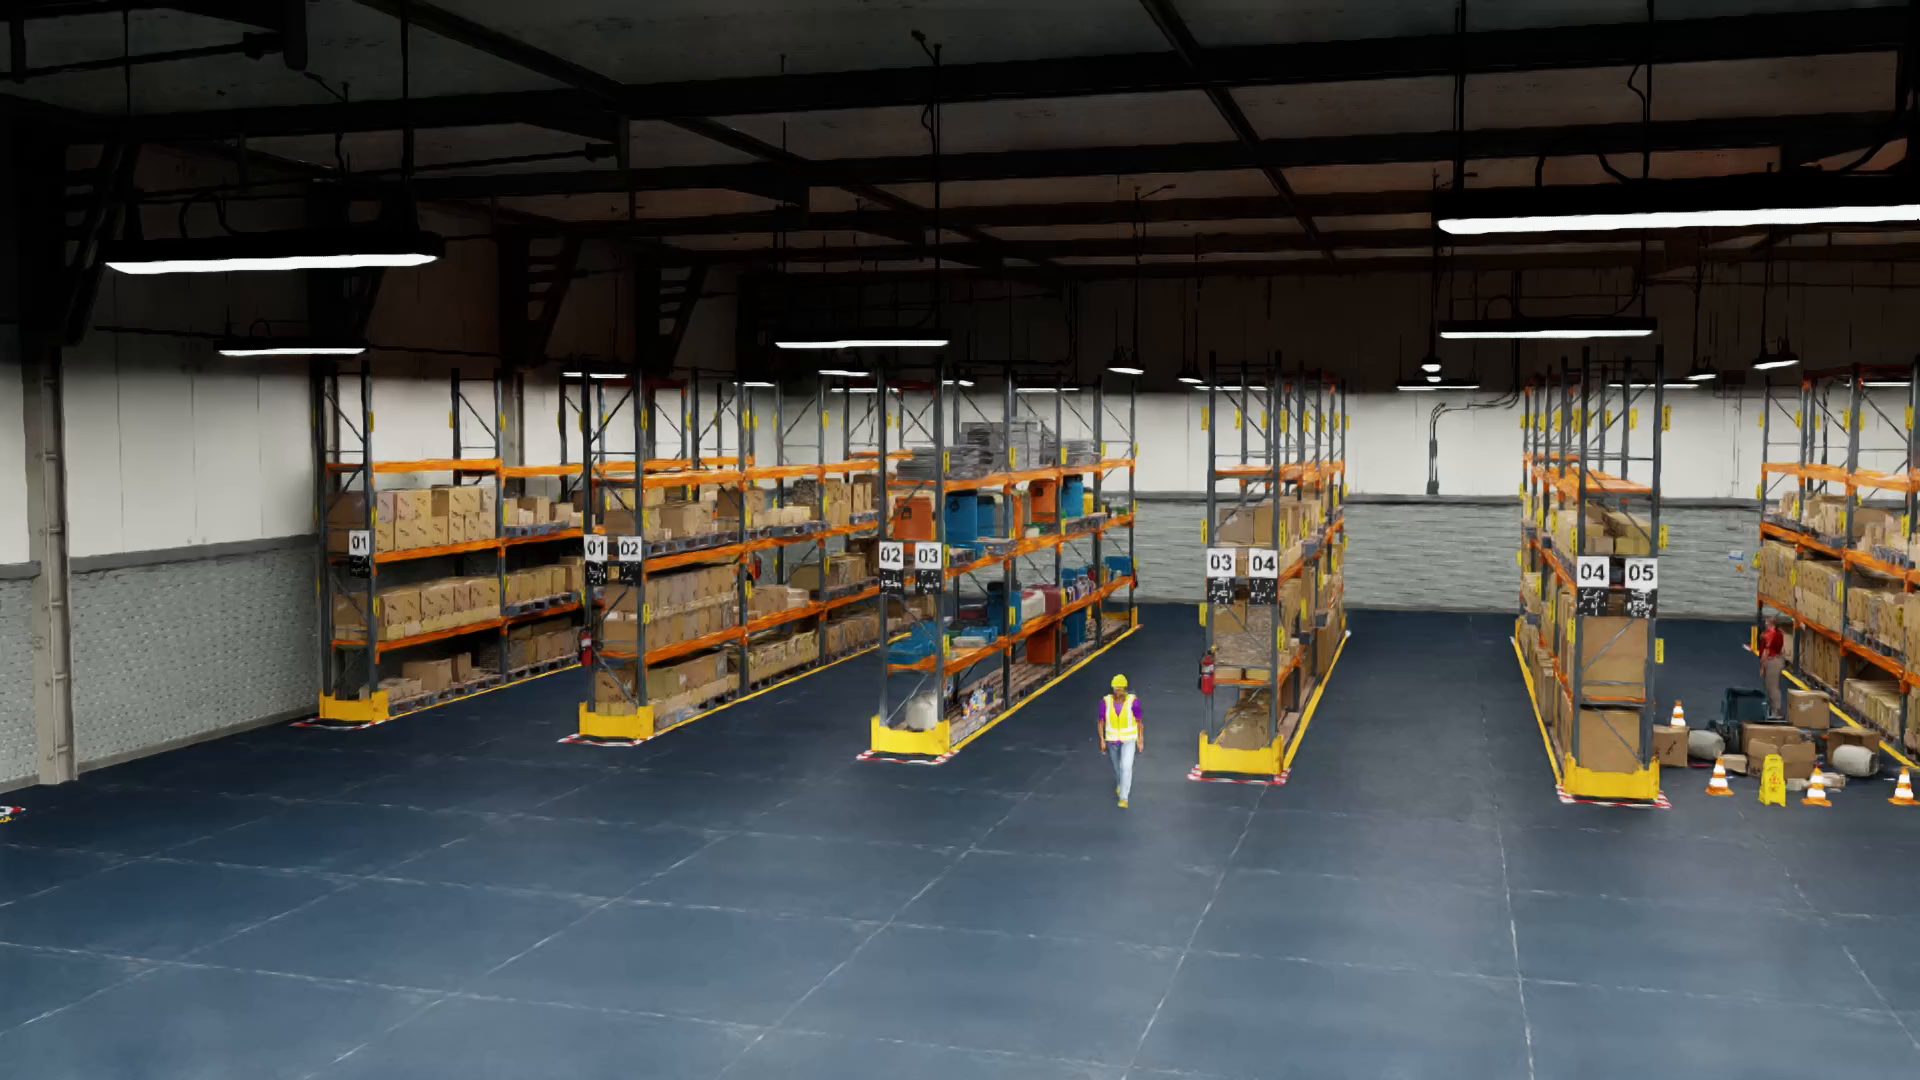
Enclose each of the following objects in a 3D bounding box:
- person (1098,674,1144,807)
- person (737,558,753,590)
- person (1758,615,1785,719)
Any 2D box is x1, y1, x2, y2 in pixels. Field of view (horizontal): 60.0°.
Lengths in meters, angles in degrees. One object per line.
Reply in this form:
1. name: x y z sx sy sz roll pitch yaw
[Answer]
1. person: 2.082 2.592 21.770 0.577 1.691 1.121 1 4 19
2. person: -5.161 1.258 40.075 0.386 1.727 0.654 0 4 6
3. person: 13.643 2.123 28.060 0.586 1.720 0.662 4 6 42
